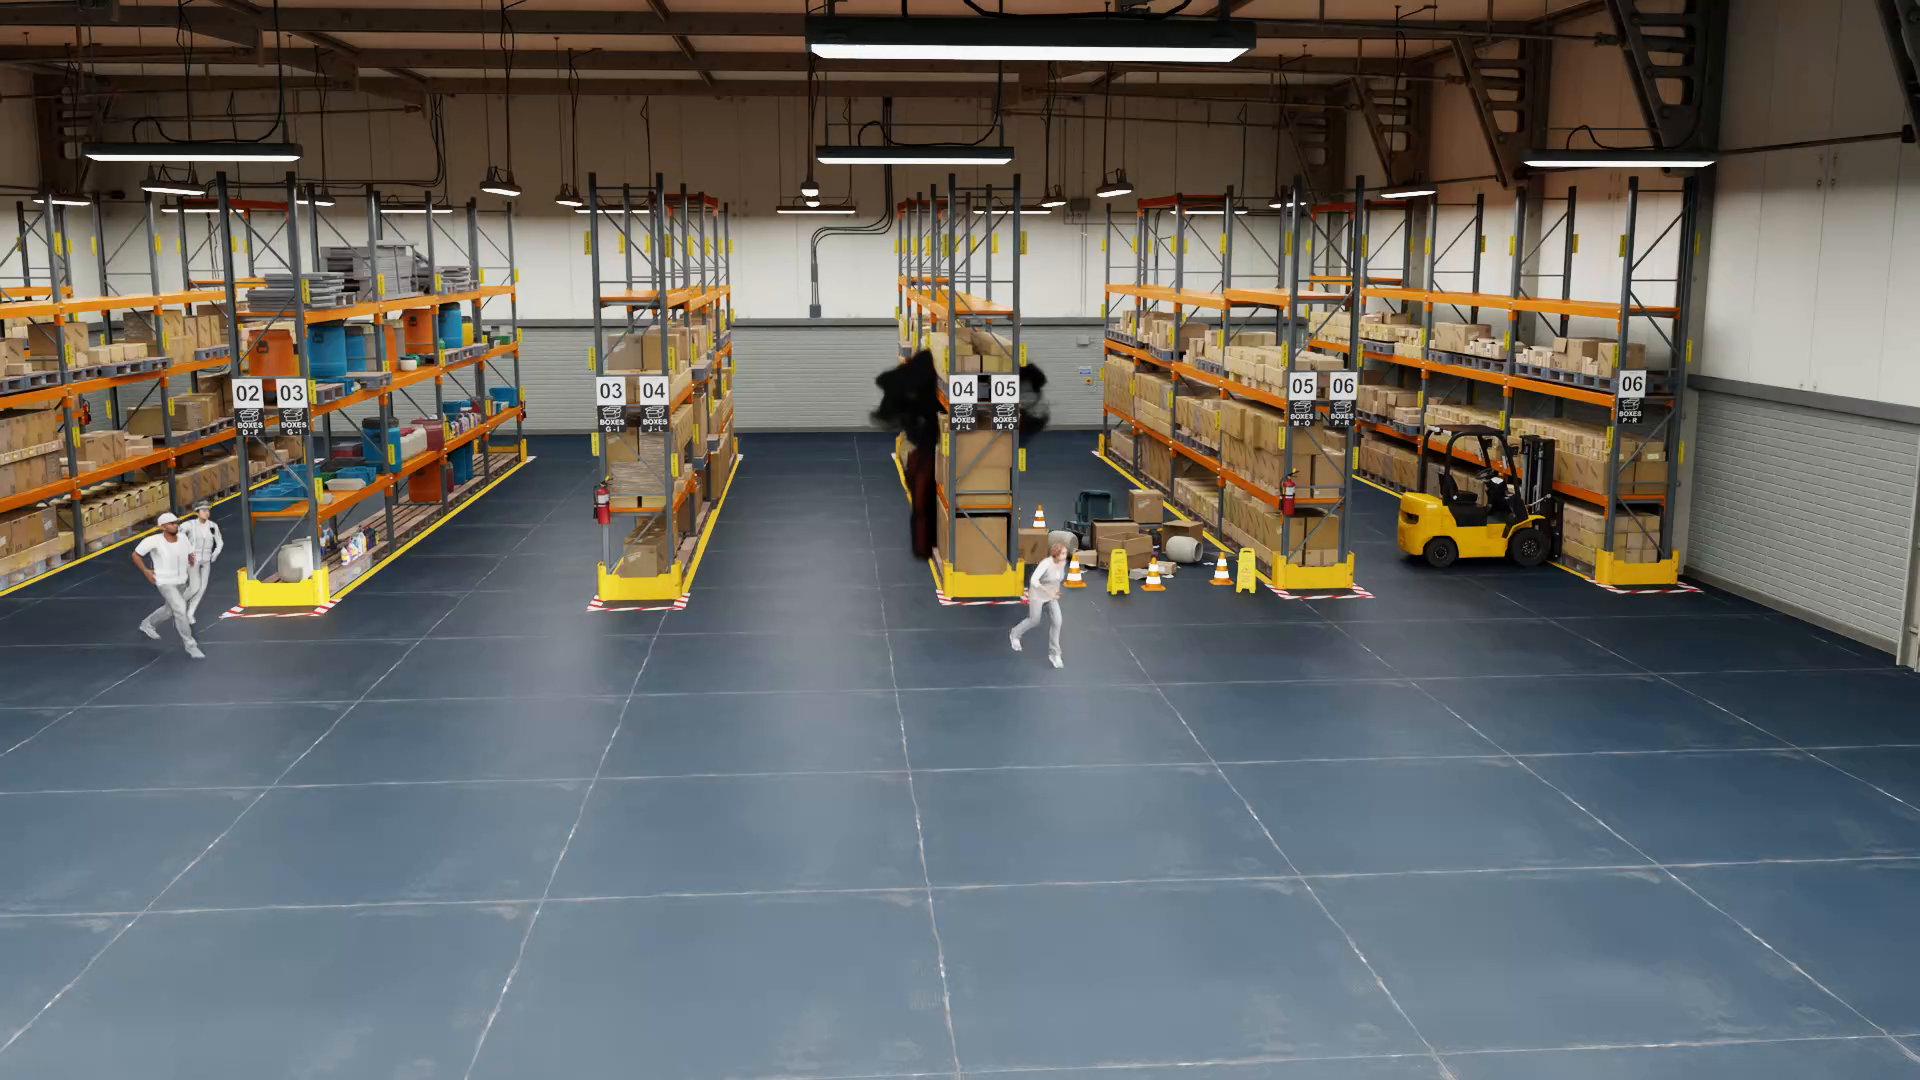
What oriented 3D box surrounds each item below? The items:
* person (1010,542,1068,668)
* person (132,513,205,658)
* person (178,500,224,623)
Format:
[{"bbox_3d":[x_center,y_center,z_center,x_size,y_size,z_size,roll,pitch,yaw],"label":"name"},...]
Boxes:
[{"bbox_3d":[0.962,0.743,20.233,0.905,1.546,0.577,10,14,43],"label":"person"},{"bbox_3d":[-9.798,0.548,20.631,1.061,1.815,0.663,3,11,18],"label":"person"},{"bbox_3d":[-10.220,0.285,22.391,0.511,1.644,0.646,8,13,39],"label":"person"}]
